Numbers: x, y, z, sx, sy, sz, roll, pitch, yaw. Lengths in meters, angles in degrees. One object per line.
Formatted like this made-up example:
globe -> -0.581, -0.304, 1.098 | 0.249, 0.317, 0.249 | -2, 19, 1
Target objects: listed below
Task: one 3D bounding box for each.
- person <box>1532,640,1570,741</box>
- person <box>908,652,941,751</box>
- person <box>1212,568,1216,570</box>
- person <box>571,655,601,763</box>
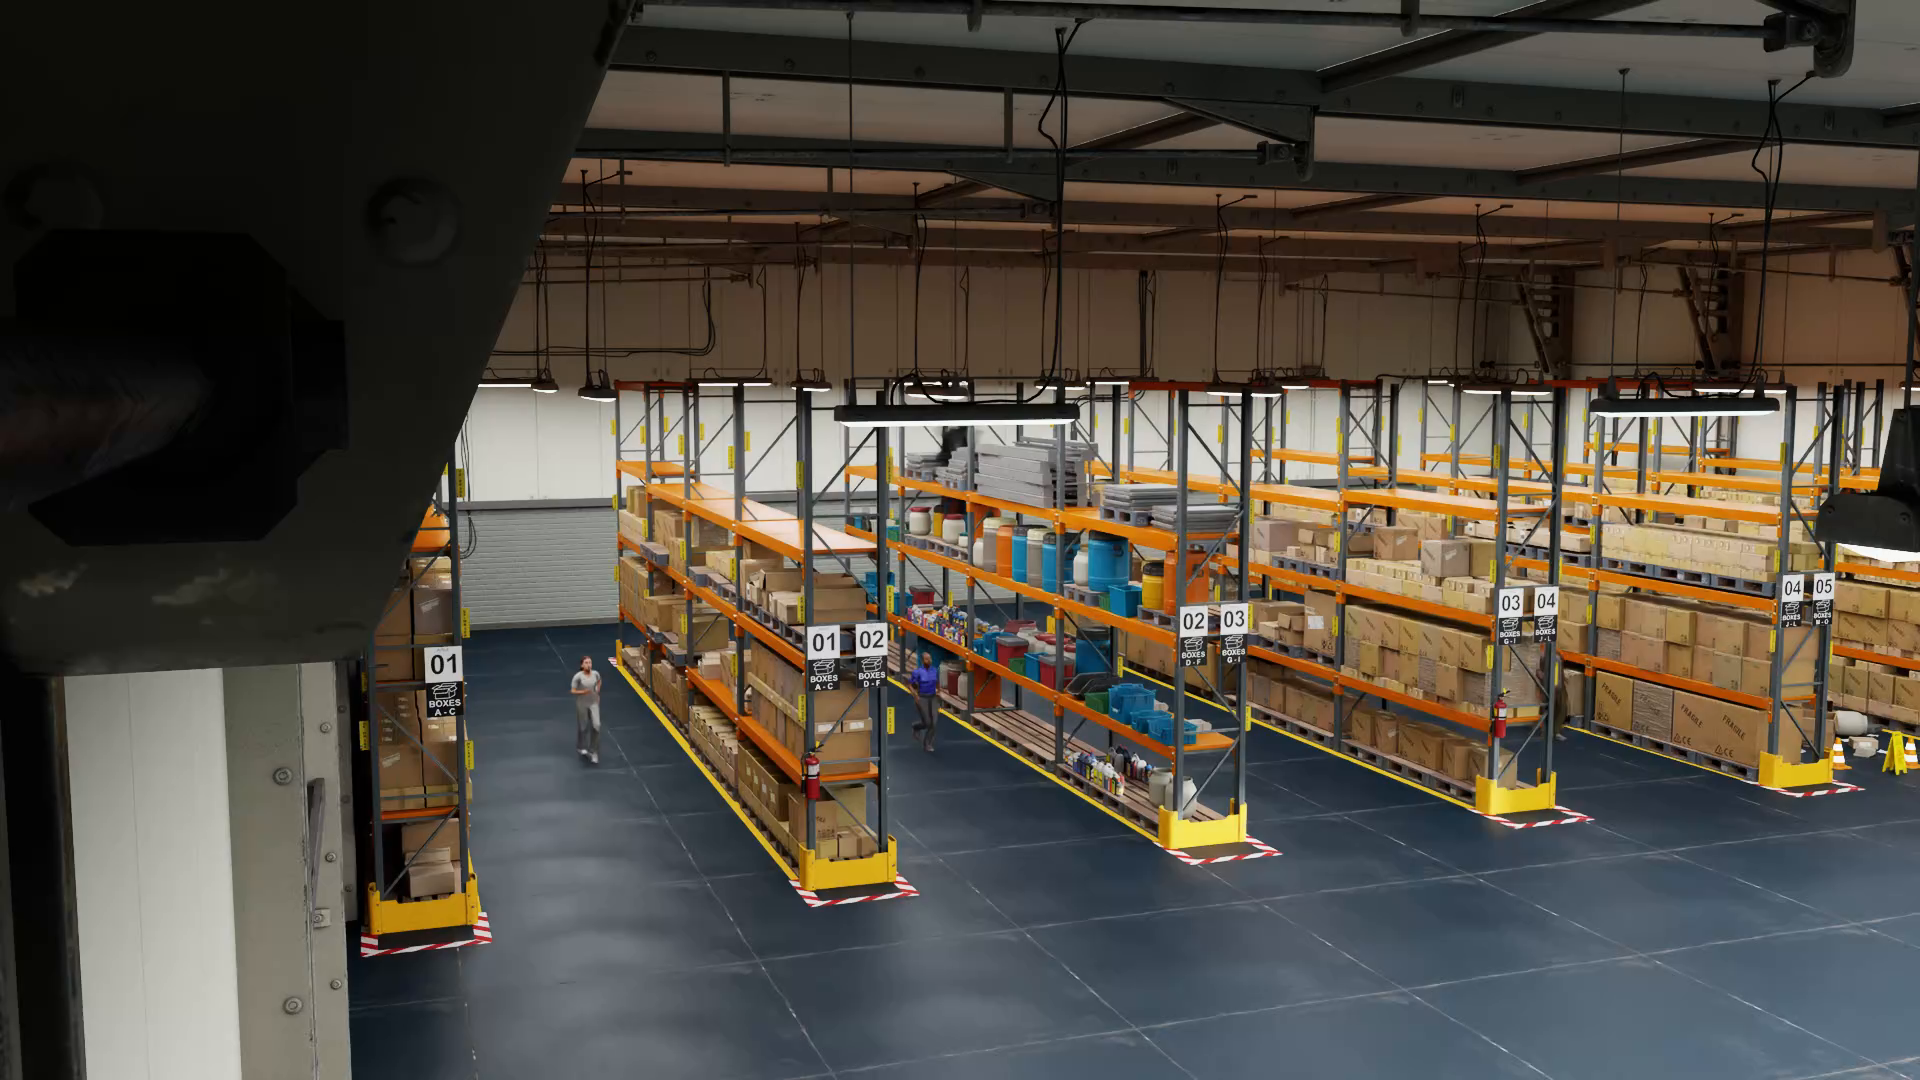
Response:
person -> 10.017, 2.492, 28.222 | 0.711, 1.743, 0.756 | -3, 7, -29
person -> -0.552, 2.645, 27.279 | 0.575, 1.602, 0.565 | -3, 7, -28
person -> 5.830, 1.420, 39.082 | 0.562, 1.540, 0.602 | -2, 6, -16
person -> -5.956, 2.691, 26.610 | 0.558, 1.715, 0.703 | -3, 7, -29
